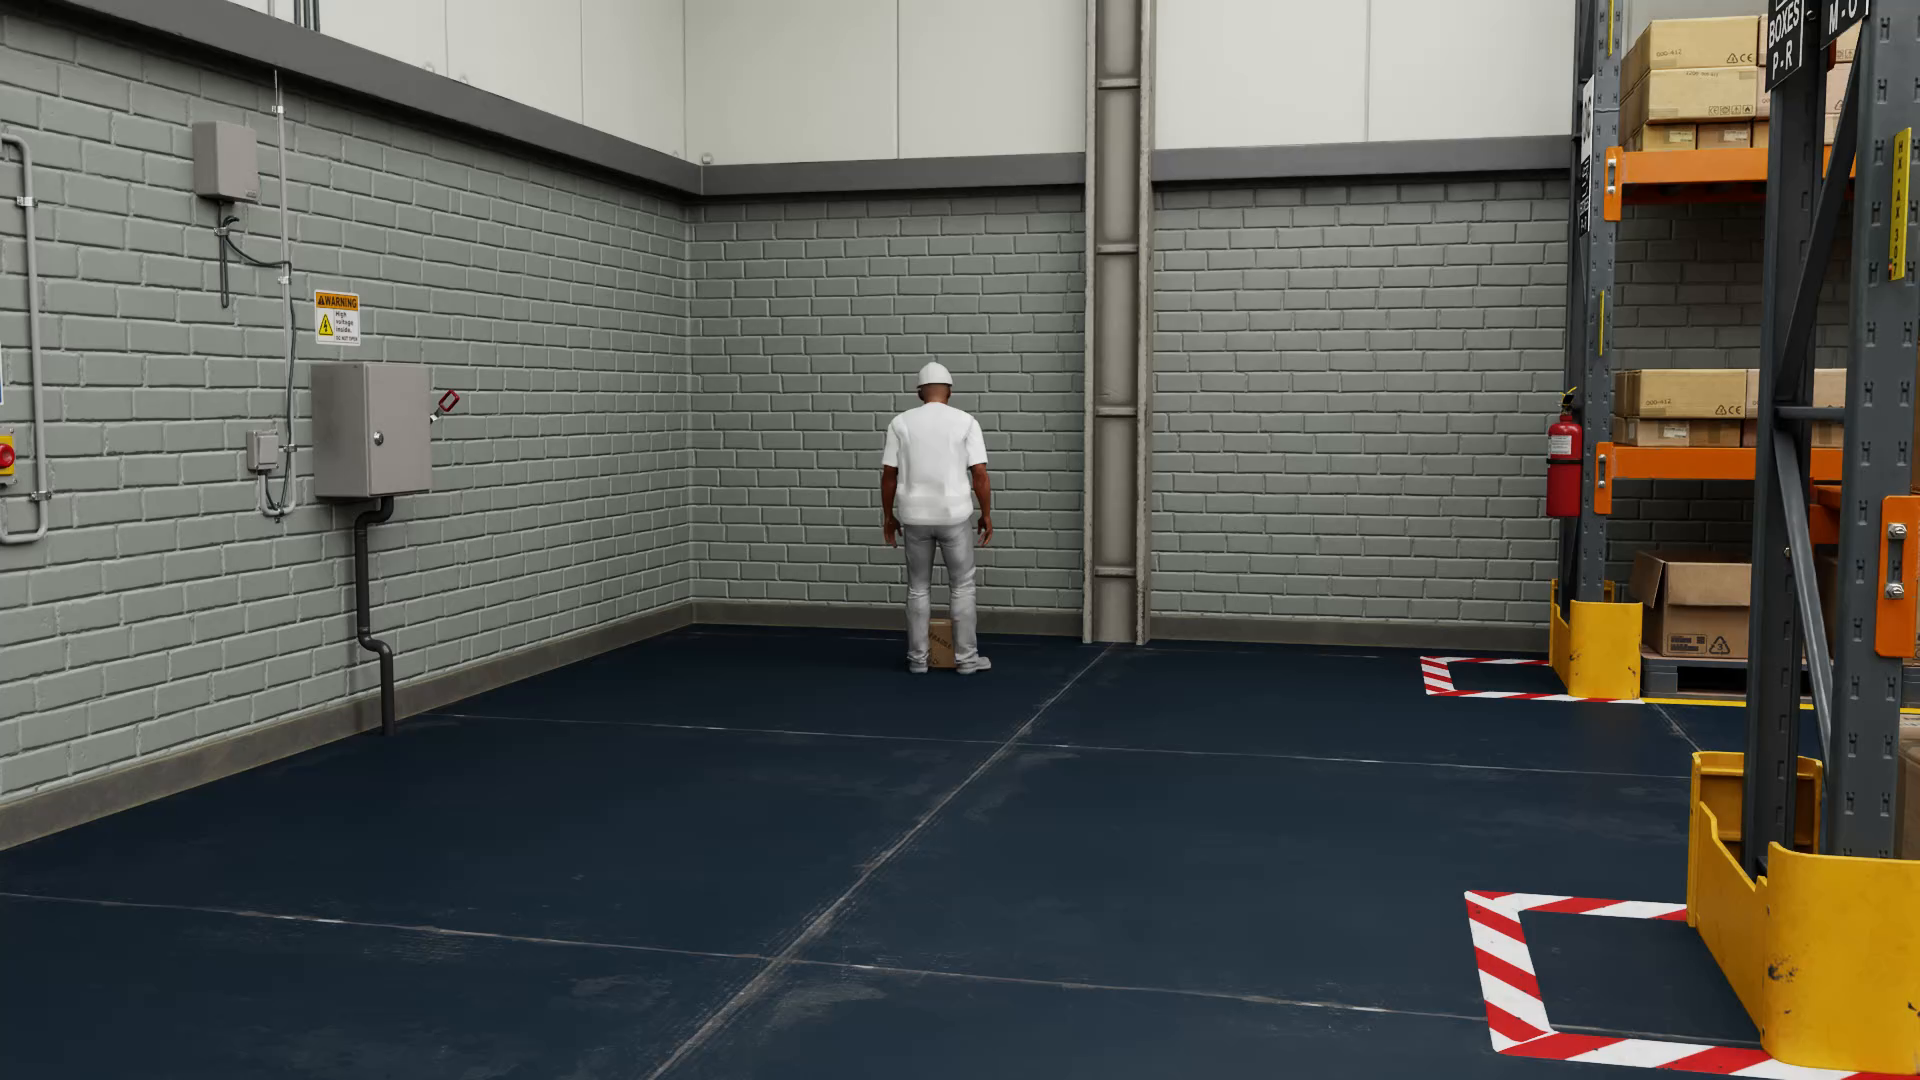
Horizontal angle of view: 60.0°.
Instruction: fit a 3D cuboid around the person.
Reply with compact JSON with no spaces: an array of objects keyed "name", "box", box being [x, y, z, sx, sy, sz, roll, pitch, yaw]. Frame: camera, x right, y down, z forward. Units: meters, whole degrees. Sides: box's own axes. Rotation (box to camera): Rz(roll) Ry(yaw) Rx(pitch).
[{"name":"person","box":[-0.129,-0.127,9.448,0.632,1.759,0.462,1,5,10]}]
